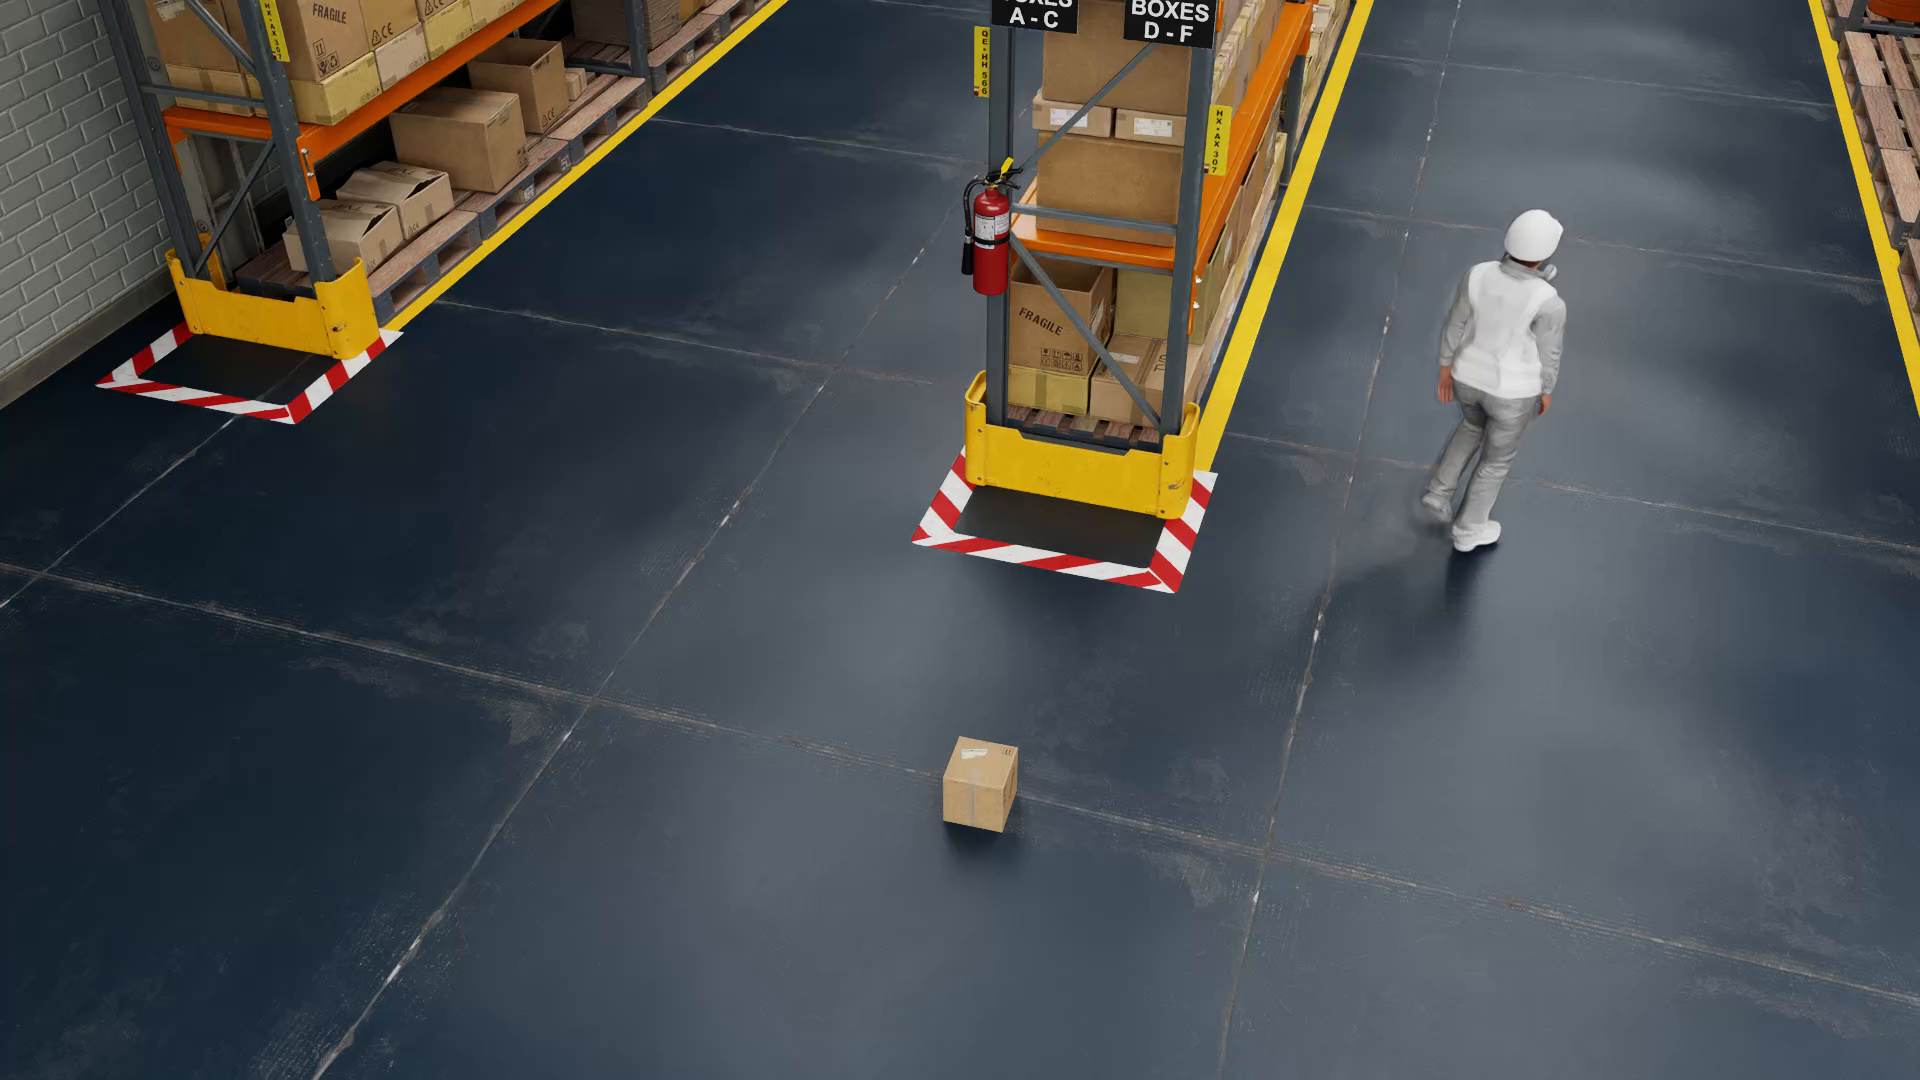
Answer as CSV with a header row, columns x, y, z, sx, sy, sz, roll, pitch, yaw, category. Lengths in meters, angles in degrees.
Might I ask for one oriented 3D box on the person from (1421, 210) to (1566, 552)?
x,y,z,sx,sy,sz,roll,pitch,yaw,category
2.558,-0.756,7.851,0.447,1.784,0.527,-26,44,-31,person
